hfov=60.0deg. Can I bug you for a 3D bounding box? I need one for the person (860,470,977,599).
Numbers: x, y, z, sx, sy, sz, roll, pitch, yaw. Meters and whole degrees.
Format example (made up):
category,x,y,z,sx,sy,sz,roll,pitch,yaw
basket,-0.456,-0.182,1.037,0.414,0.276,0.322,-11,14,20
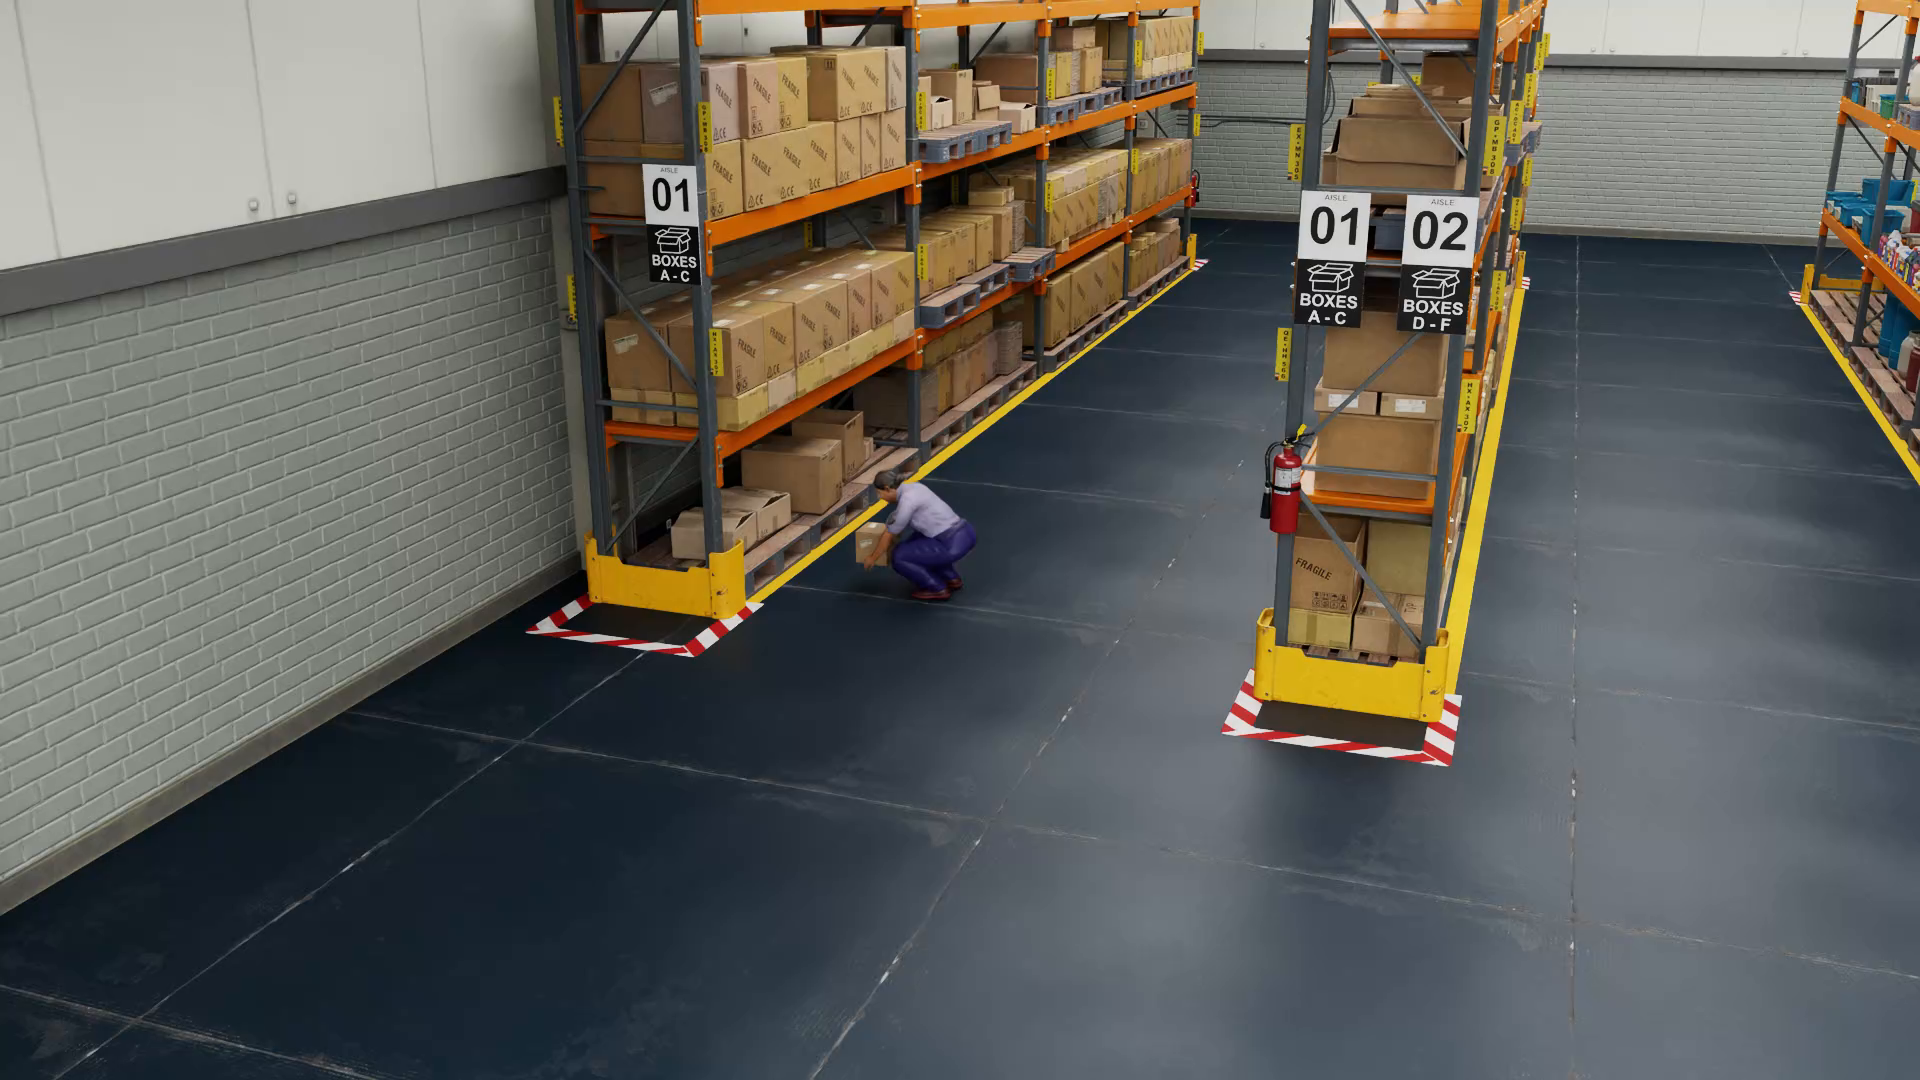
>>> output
category,x,y,z,sx,sy,sz,roll,pitch,yaw
person,-0.309,-0.061,12.392,0.845,0.940,0.516,6,20,17
